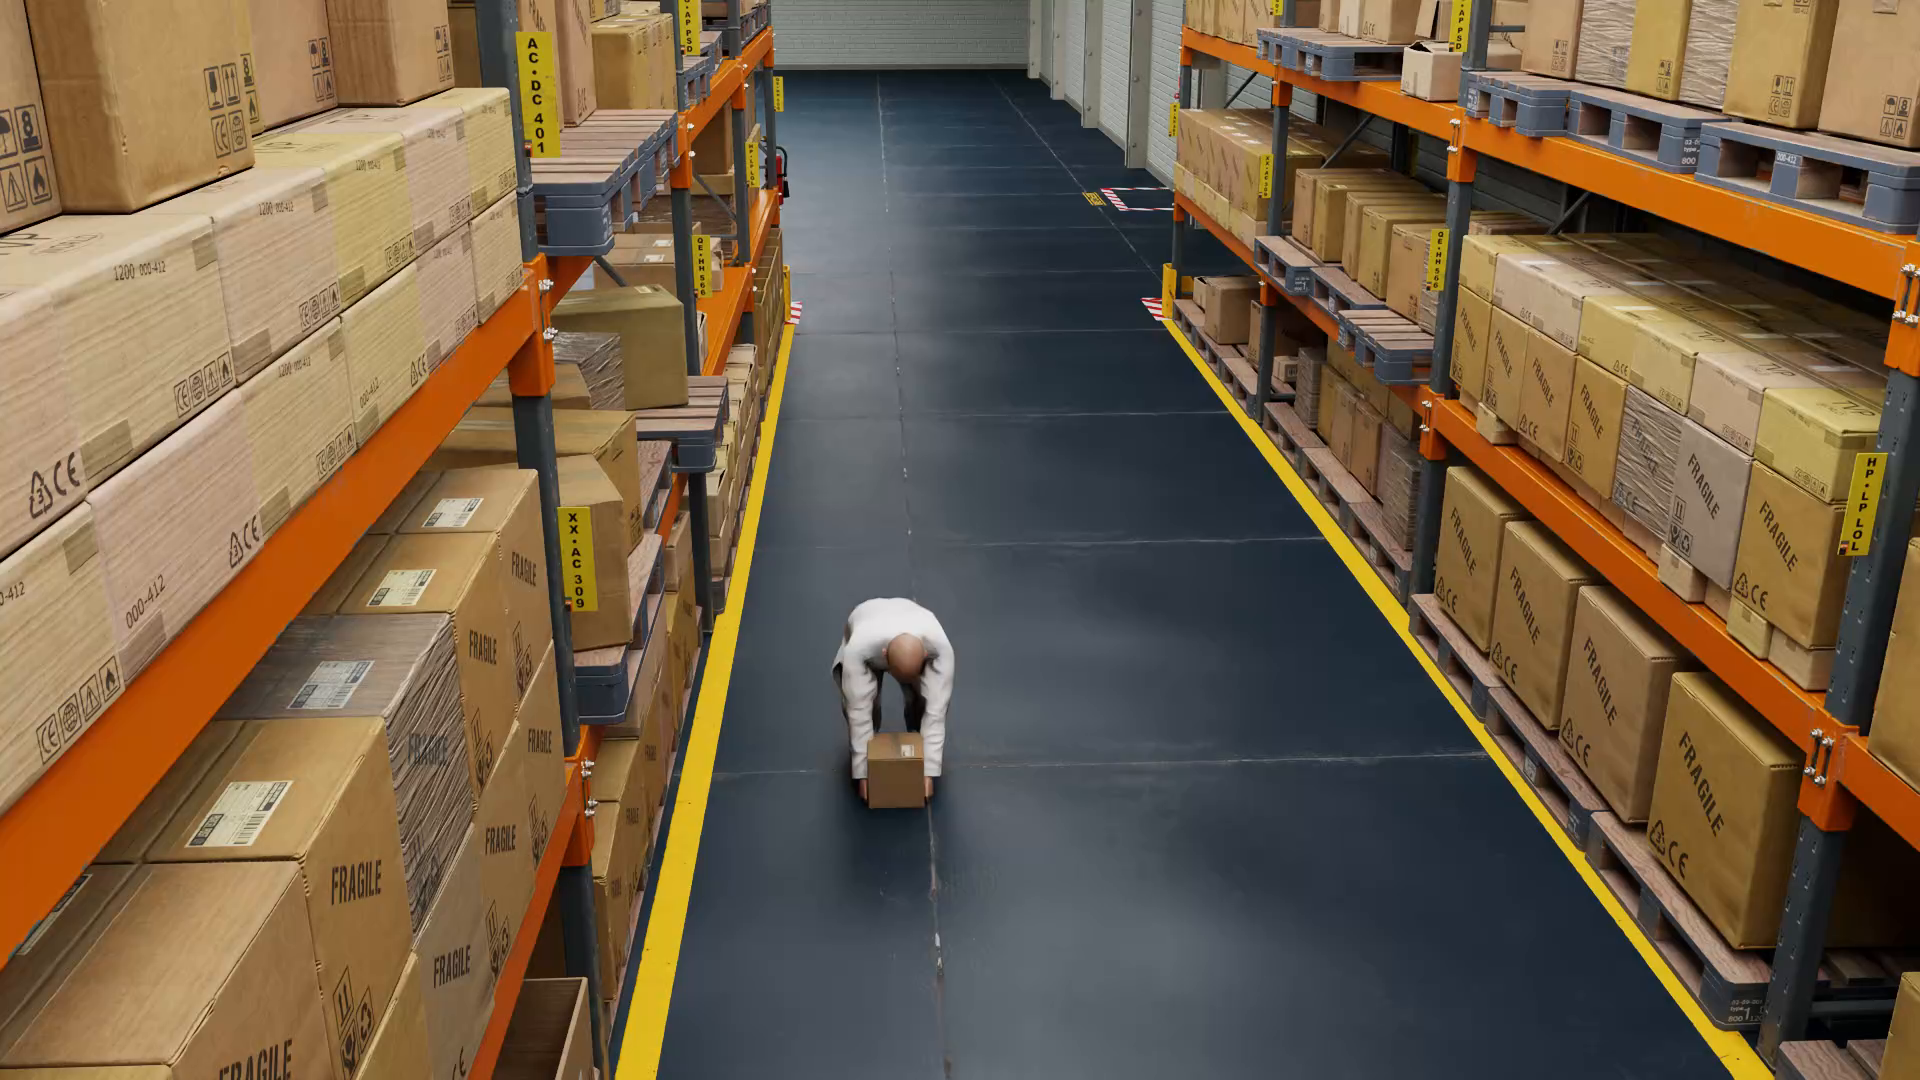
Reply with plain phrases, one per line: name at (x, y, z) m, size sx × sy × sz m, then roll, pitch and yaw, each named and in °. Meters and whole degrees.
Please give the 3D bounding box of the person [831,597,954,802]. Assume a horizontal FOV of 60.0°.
person at (-0.311, 0.686, 7.729) m, size 0.577 × 0.817 × 0.935 m, roll -2°, pitch 20°, yaw -4°
